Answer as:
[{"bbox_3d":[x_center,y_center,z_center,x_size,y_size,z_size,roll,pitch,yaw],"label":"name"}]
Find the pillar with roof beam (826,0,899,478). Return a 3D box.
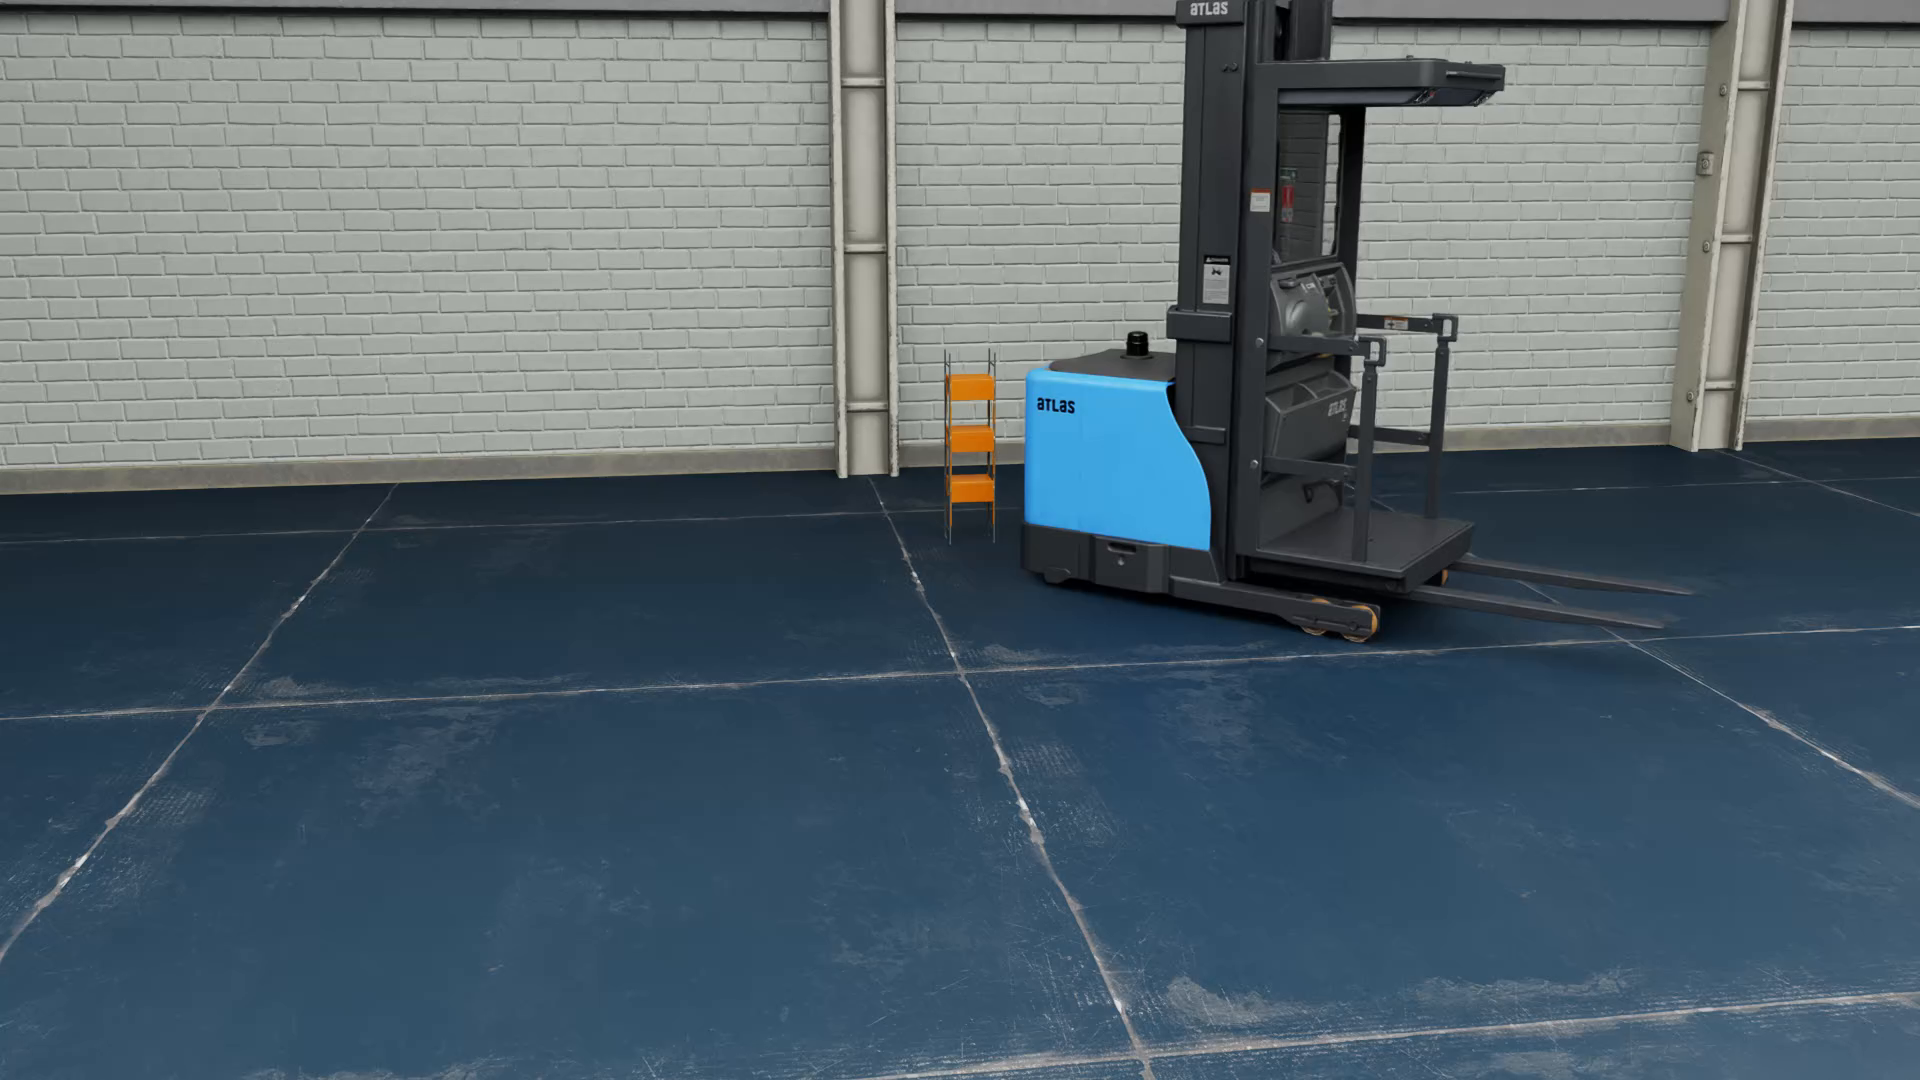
[{"bbox_3d":[0.024,-3.778,5.786,0.400,9.000,9.100,-2,14,-8],"label":"pillar with roof beam"}]

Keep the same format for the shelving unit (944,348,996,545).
[{"bbox_3d":[0.053,-0.511,9.102,0.252,1.050,0.215,-2,14,-8],"label":"shelving unit"}]

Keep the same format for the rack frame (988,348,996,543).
[{"bbox_3d":[0.174,-0.516,9.119,0.008,1.050,0.200,-2,14,-8],"label":"rack frame"}]

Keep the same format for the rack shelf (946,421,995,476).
[{"bbox_3d":[0.053,-0.501,9.104,0.240,0.259,0.215,-2,14,-8],"label":"rack shelf"}]

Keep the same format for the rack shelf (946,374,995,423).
[{"bbox_3d":[0.053,-0.776,9.035,0.240,0.259,0.215,-2,14,-8],"label":"rack shelf"}]

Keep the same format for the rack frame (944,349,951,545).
[{"bbox_3d":[-0.068,-0.507,9.084,0.008,1.050,0.200,-2,14,-8],"label":"rack frame"}]

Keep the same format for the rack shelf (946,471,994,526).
[{"bbox_3d":[0.053,-0.231,9.172,0.240,0.259,0.215,-2,14,-8],"label":"rack shelf"}]

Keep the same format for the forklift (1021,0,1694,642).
[{"bbox_3d":[1.817,-1.113,7.634,3.031,2.935,1.130,9,17,32],"label":"forklift"}]

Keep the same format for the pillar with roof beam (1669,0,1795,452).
[{"bbox_3d":[5.957,-3.995,6.653,0.400,9.000,9.100,-2,14,-8],"label":"pillar with roof beam"}]
